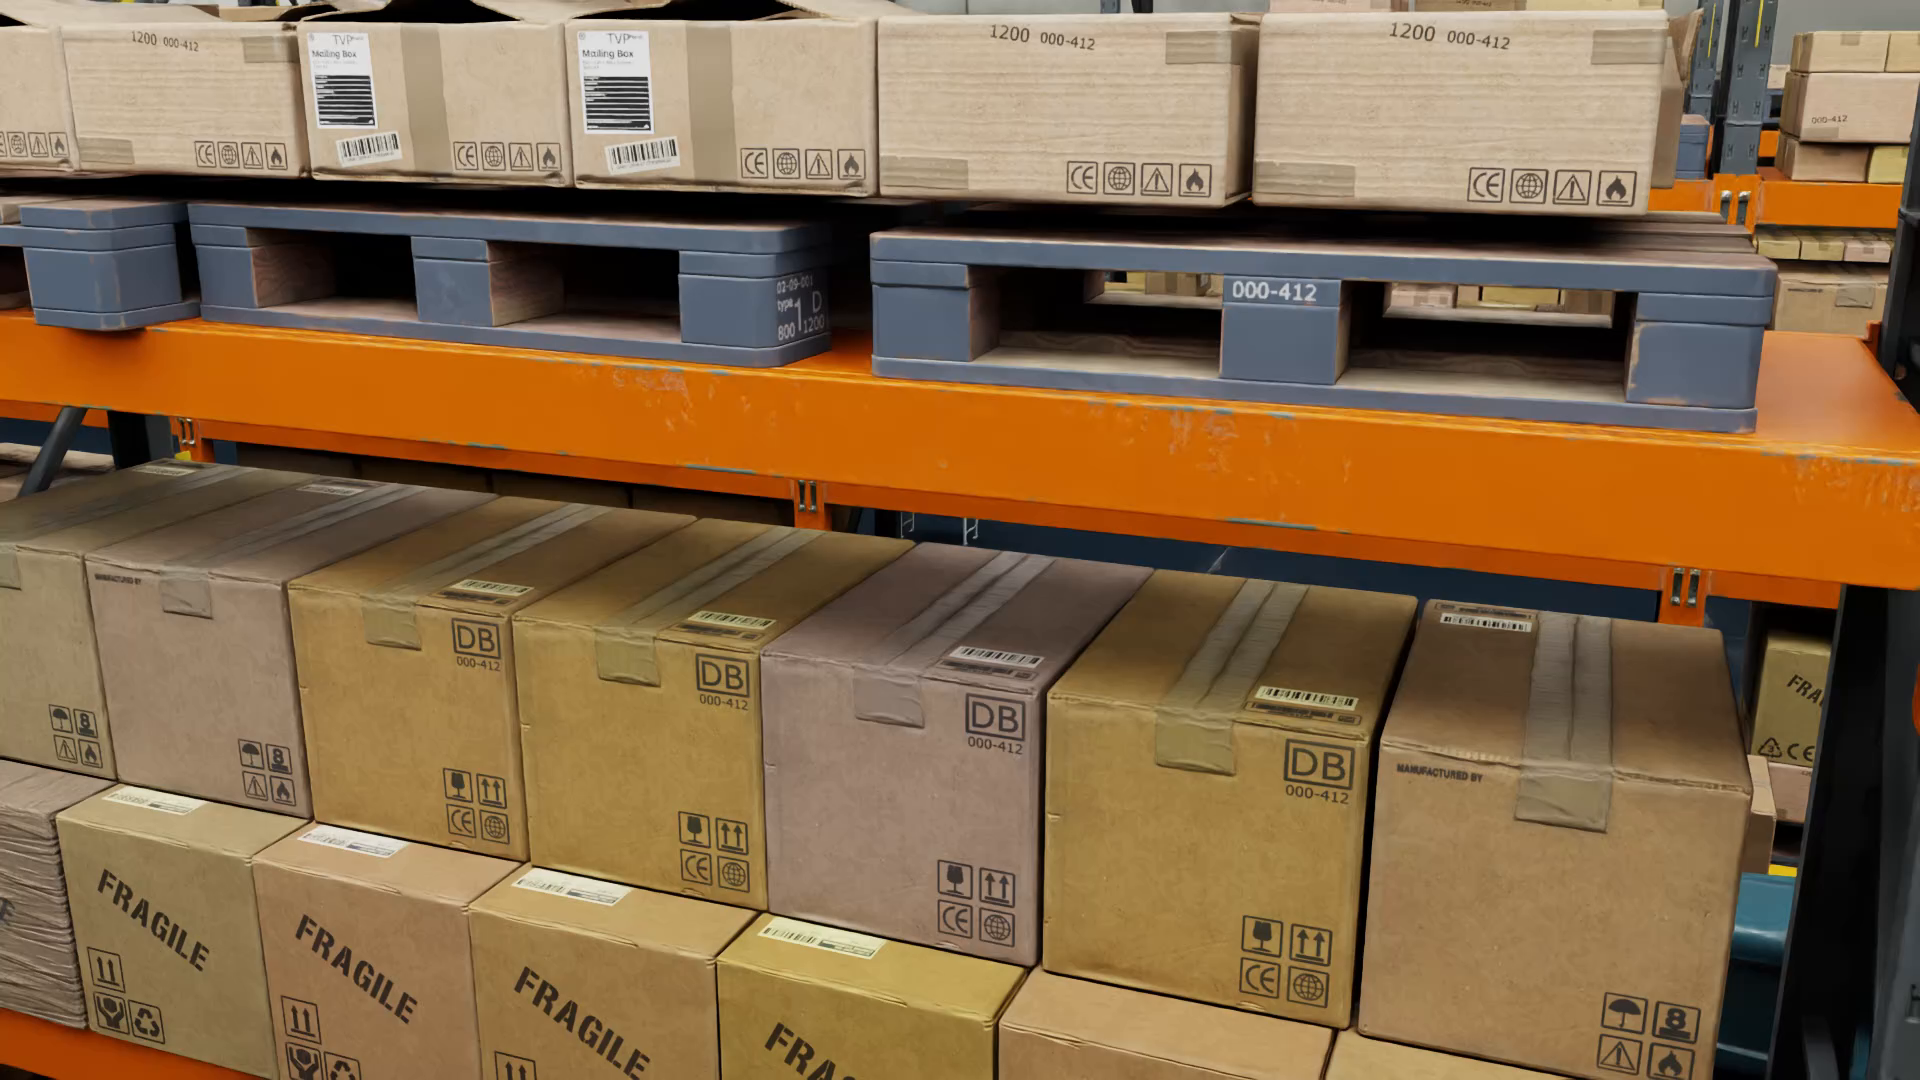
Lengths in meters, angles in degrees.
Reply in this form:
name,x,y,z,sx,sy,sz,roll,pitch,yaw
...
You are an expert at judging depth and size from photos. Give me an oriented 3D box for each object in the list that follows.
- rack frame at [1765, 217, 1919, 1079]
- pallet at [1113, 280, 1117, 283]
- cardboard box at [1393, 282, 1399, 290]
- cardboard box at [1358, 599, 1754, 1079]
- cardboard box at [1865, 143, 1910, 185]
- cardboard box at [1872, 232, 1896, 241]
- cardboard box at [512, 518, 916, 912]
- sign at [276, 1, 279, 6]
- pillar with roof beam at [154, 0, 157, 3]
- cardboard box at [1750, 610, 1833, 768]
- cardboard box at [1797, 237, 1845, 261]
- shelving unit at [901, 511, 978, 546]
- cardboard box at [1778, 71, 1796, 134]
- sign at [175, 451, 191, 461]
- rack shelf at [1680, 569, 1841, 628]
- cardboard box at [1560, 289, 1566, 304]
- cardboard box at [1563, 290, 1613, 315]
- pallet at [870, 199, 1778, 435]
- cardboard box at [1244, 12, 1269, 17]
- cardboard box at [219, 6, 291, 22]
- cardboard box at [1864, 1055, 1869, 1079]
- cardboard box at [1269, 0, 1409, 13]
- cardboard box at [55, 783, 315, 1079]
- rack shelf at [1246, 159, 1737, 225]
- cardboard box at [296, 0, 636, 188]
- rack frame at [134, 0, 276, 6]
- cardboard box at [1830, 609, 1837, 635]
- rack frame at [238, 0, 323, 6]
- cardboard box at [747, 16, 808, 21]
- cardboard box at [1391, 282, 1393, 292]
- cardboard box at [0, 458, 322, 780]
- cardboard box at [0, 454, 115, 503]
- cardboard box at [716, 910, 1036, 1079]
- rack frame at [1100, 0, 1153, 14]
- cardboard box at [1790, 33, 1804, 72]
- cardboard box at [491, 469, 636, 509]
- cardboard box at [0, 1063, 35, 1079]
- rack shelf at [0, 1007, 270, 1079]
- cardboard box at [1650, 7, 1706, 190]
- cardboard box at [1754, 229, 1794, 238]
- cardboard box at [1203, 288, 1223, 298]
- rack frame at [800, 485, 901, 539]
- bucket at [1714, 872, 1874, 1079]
name,x,y,z,sx,sy,sz,roll,pitch,yaw
rack frame,1.435,1.039,2.716,0.127,3.000,1.000,6,17,21
pallet,0.598,-1.911,13.222,1.003,0.211,1.213,6,17,21
cardboard box,3.007,-1.856,12.060,0.500,0.250,0.500,7,17,21
cardboard box,0.971,0.461,2.732,0.500,0.500,0.700,6,17,20
cardboard box,3.579,-1.438,6.317,0.250,0.149,0.380,6,17,21
cardboard box,6.342,-1.990,11.272,0.250,0.149,0.380,6,17,20
cardboard box,-0.448,0.305,3.269,0.500,0.500,0.700,6,17,20
sign,-4.095,-3.056,9.946,0.005,0.325,0.100,6,17,21
pillar with roof beam,-9.945,-5.045,12.911,0.400,9.000,9.100,6,17,21
cardboard box,3.607,0.634,6.945,0.500,0.500,0.500,7,18,23
cardboard box,5.679,-1.909,10.993,0.250,0.149,0.380,6,17,20
shelving unit,-0.154,-0.593,11.565,0.503,1.200,0.258,6,17,21
cardboard box,3.668,-1.791,6.819,0.500,0.250,0.500,6,17,20
sign,-2.086,-0.071,4.461,0.005,0.325,0.100,6,17,21
rack shelf,5.018,0.295,6.569,4.000,0.370,1.077,6,17,21
cardboard box,4.424,-1.695,11.505,0.500,0.250,0.500,6,17,19
cardboard box,2.849,-1.099,7.451,0.250,0.149,0.380,6,17,20
pallet,0.564,-0.391,2.603,1.217,0.209,0.805,6,17,18
cardboard box,2.344,-3.528,11.953,0.500,0.500,0.700,6,17,20
cardboard box,-3.571,-2.599,8.932,0.500,0.500,0.500,6,17,20
cardboard box,1.783,1.001,2.575,0.550,0.550,0.875,6,17,21
cardboard box,1.614,-2.191,7.078,0.500,0.250,0.500,7,17,22
cardboard box,-1.494,0.749,3.535,0.500,0.500,0.500,6,17,20
rack shelf,1.297,-1.555,7.560,4.000,0.370,1.077,6,17,21
cardboard box,-0.750,-0.783,2.838,0.500,0.311,0.500,6,17,20
rack frame,-4.285,-3.955,9.156,0.127,3.000,1.000,6,17,21
cardboard box,3.701,0.350,6.757,0.250,0.149,0.380,7,17,21
rack frame,-6.188,-5.652,15.001,0.127,3.000,1.000,6,17,21
cardboard box,-0.228,-0.833,3.092,0.258,0.266,0.396,6,17,21
cardboard box,1.735,-1.037,7.237,0.250,0.149,0.380,6,17,18
cardboard box,-1.872,0.150,3.805,0.500,0.500,0.700,6,17,20
cardboard box,-5.663,-0.229,10.923,0.875,0.438,0.875,6,17,19
cardboard box,-0.089,0.903,3.003,0.500,0.500,0.500,6,17,21
rack frame,1.254,-4.833,12.182,0.127,3.000,1.000,6,17,21
cardboard box,3.532,-1.983,6.762,0.250,0.149,0.380,7,17,22
cardboard box,-2.004,-0.031,9.456,0.875,0.875,0.875,7,17,21
cardboard box,-2.851,1.490,4.892,0.500,0.500,0.500,6,17,18
rack shelf,-0.426,1.180,3.521,4.000,0.370,1.077,6,17,21
cardboard box,0.965,-0.714,2.679,0.396,0.266,0.258,6,17,20
cardboard box,5.601,-2.055,11.495,0.250,0.149,0.380,6,17,19
cardboard box,1.423,-0.925,8.015,0.500,0.500,0.500,6,17,18
rack frame,-0.564,-0.665,8.583,0.127,3.000,1.000,6,17,21
bucket,2.407,1.297,4.972,0.620,0.611,0.726,1,13,42
